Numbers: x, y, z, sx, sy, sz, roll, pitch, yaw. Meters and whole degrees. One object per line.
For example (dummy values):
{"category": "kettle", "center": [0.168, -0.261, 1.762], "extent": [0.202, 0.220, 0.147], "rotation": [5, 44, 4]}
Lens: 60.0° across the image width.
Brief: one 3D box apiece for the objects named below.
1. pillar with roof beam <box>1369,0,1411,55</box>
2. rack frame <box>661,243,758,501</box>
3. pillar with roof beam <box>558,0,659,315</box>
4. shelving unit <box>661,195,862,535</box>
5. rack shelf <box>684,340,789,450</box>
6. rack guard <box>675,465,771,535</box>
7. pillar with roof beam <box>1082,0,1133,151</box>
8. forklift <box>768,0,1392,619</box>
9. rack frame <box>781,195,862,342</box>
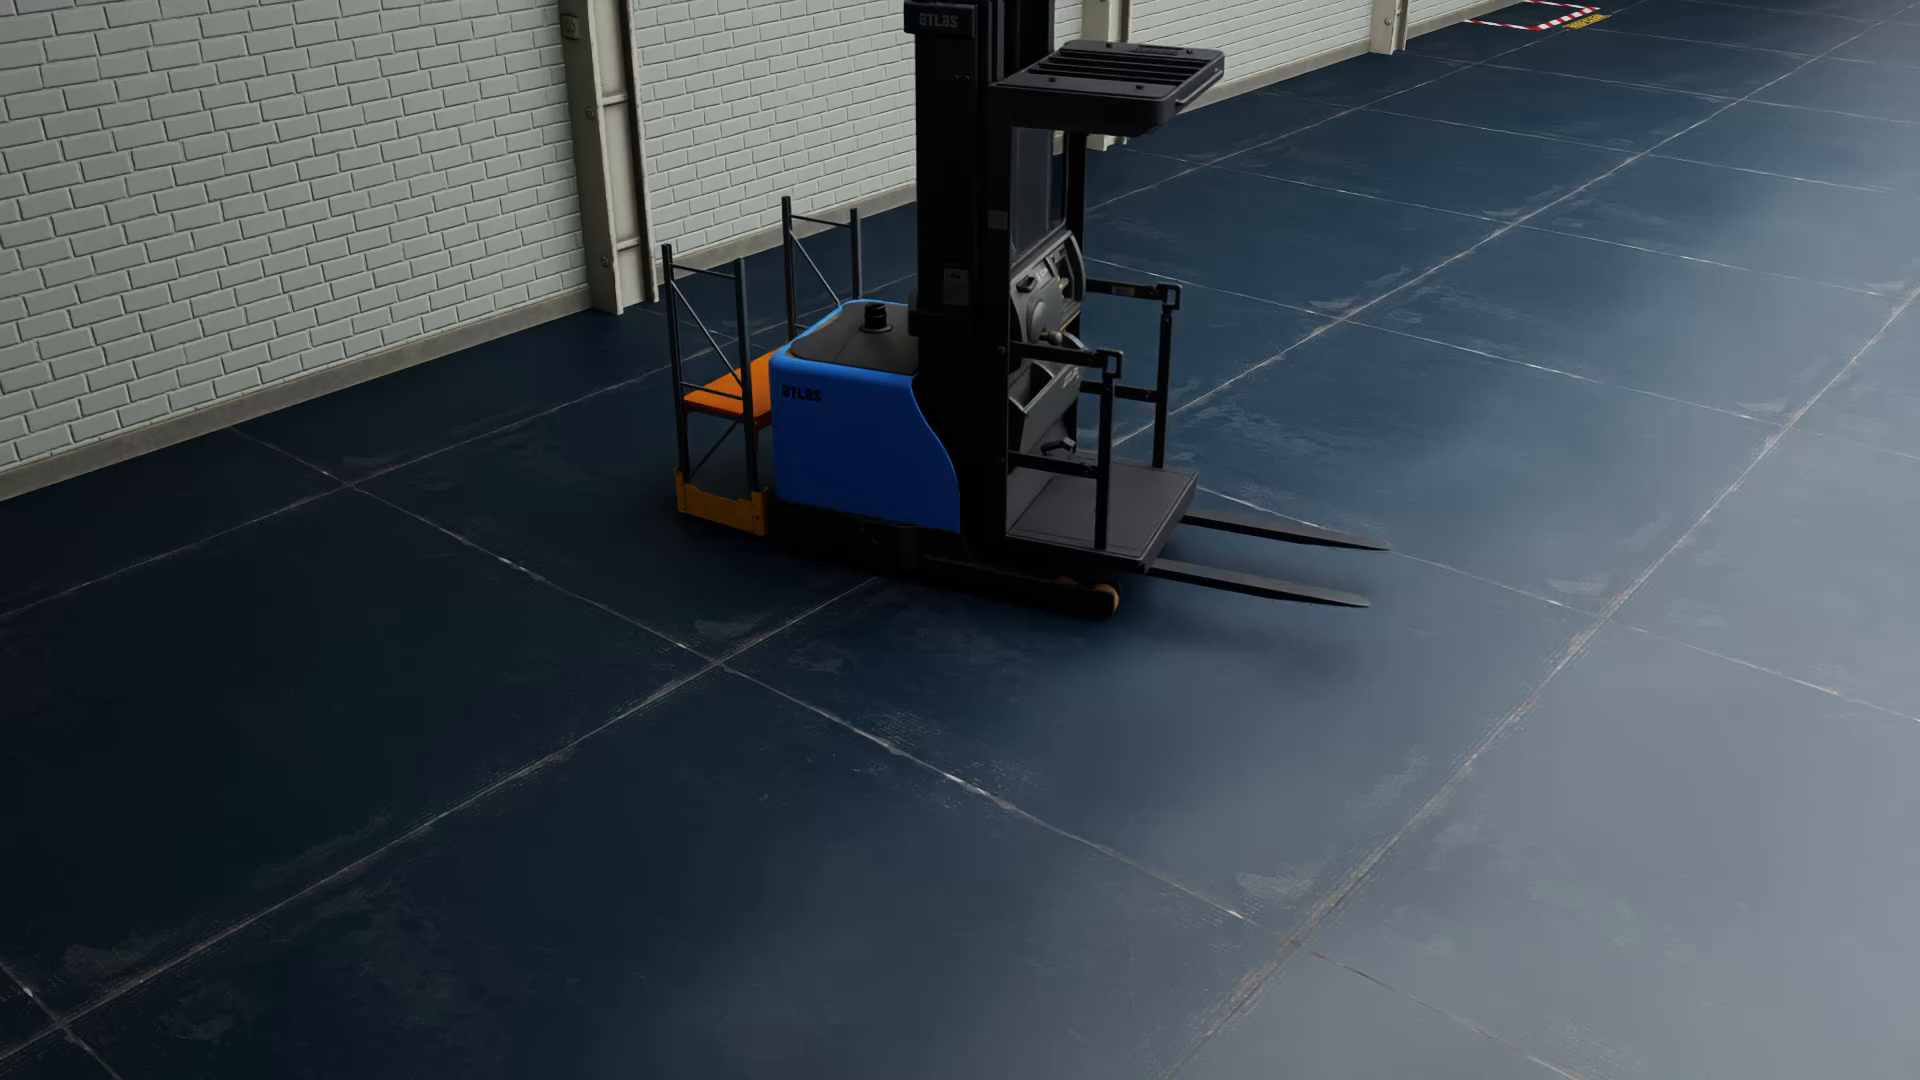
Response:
{"category": "pillar with roof beam", "center": [8.523, -8.712, 15.797], "extent": [9.100, 9.000, 0.400], "rotation": [21, 34, 34]}
{"category": "rack frame", "center": [-1.280, -0.765, 8.596], "extent": [0.500, 1.500, 0.032], "rotation": [15, 31, 27]}
{"category": "pillar with roof beam", "center": [0.890, -4.457, 7.572], "extent": [9.100, 9.000, 0.400], "rotation": [21, 34, 34]}
{"category": "shelving unit", "center": [-1.015, -0.969, 8.991], "extent": [0.587, 1.500, 1.083], "rotation": [15, 31, 27]}
{"category": "rack shelf", "center": [-1.020, -0.806, 9.067], "extent": [0.538, 0.185, 1.000], "rotation": [15, 31, 27]}
{"category": "rack guard", "center": [-1.270, -0.217, 8.898], "extent": [0.587, 0.250, 0.087], "rotation": [15, 31, 27]}
{"category": "pillar with roof beam", "center": [4.706, -6.585, 11.684], "extent": [9.100, 9.000, 0.400], "rotation": [21, 34, 34]}
{"category": "forklift", "center": [0.608, -1.200, 7.879], "extent": [3.031, 2.935, 1.130], "rotation": [10, 29, 19]}
{"category": "rack frame", "center": [-0.760, -1.166, 9.372], "extent": [0.500, 1.500, 0.032], "rotation": [15, 31, 27]}
